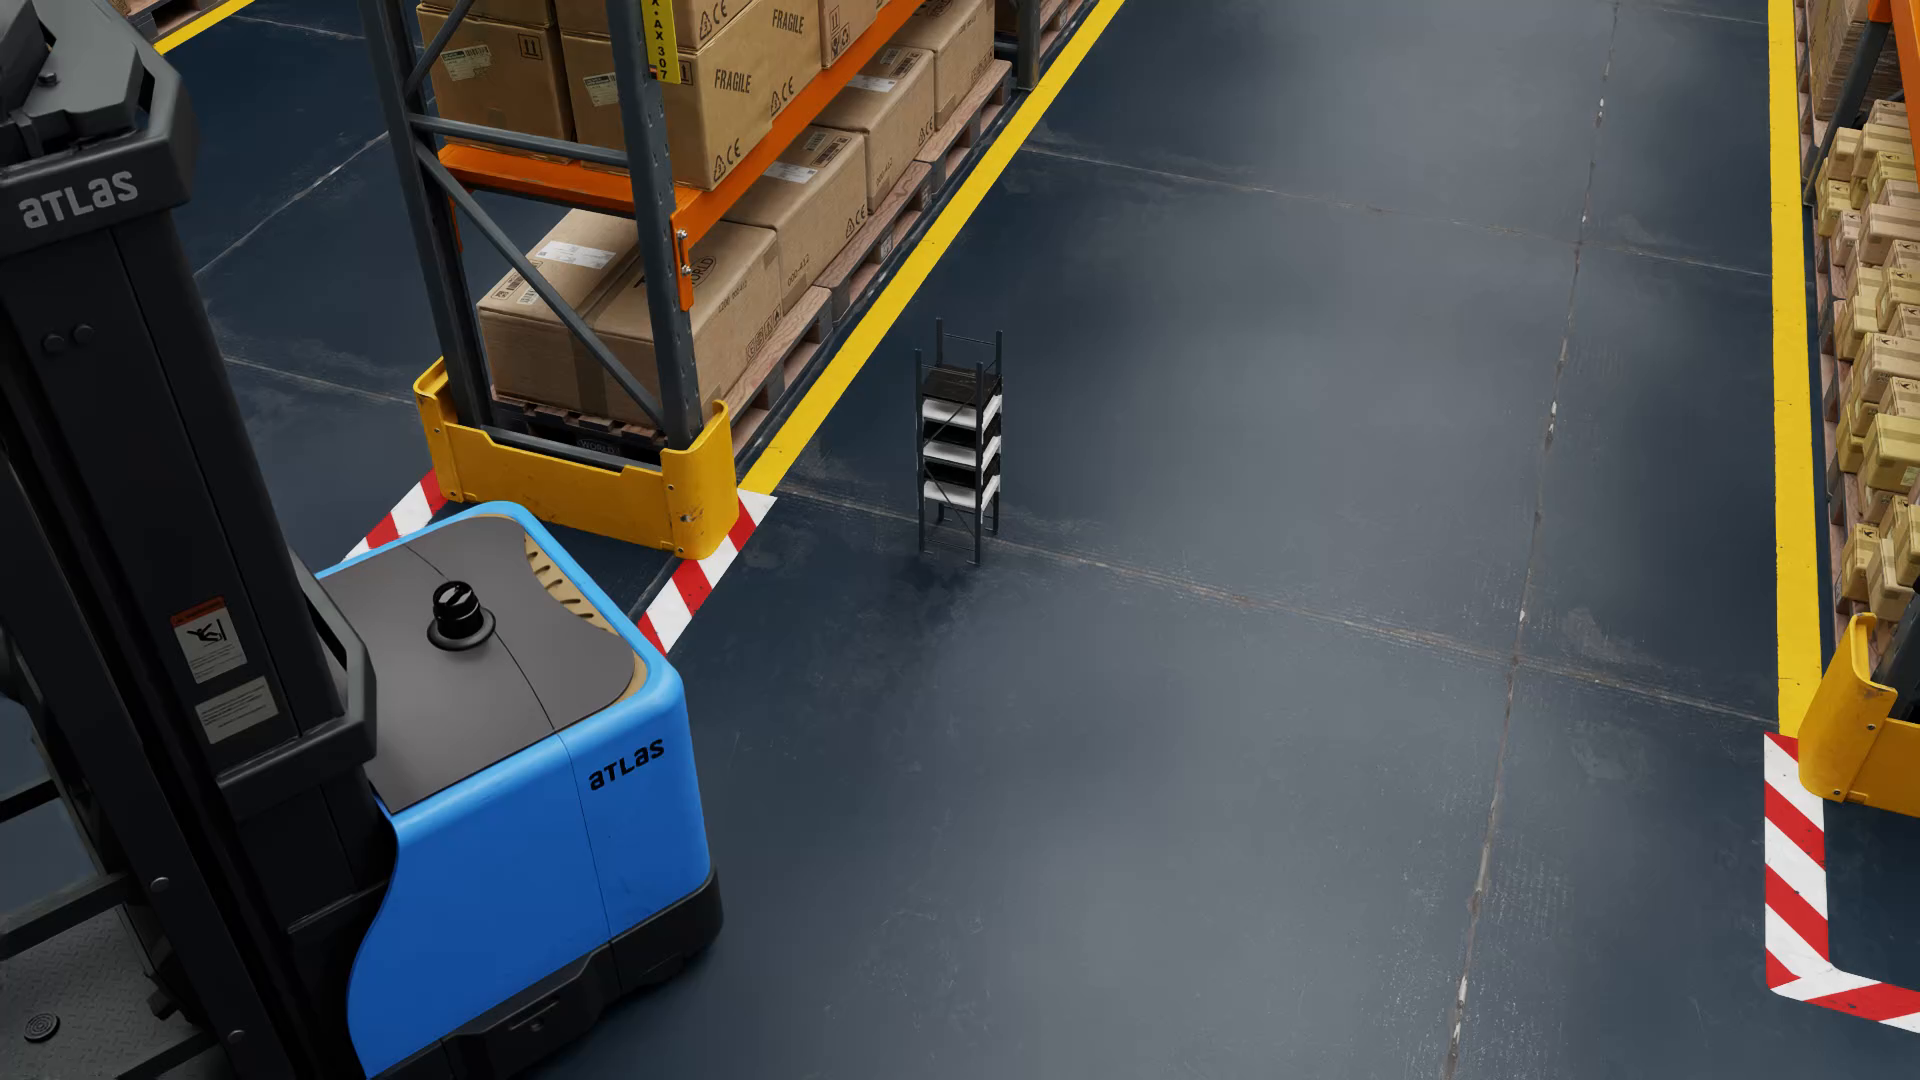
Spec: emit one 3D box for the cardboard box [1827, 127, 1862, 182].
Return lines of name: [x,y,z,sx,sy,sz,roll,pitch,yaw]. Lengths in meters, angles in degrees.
cardboard box: [4.205,-1.743,7.625,0.380,0.149,0.250,15,43,17]

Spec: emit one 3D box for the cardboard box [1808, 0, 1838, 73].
cardboard box: [4.822,-2.733,8.745,0.500,0.500,0.500,12,42,14]

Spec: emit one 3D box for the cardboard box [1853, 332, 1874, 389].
cardboard box: [3.621,-0.626,6.317,0.380,0.149,0.250,15,43,17]

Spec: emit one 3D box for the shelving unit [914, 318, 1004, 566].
shelving unit: [-0.003,-0.337,5.952,0.258,0.900,0.210,13,42,15]

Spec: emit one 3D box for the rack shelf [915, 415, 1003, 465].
rack shelf: [-0.003,-0.381,5.915,0.258,0.077,0.200,13,42,15]

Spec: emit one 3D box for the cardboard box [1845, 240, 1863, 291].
cardboard box: [4.037,-1.137,7.145,0.380,0.149,0.250,12,42,14]

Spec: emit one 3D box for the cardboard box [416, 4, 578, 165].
cardboard box: [-1.508,-1.693,5.846,0.500,0.500,0.500,14,42,15]

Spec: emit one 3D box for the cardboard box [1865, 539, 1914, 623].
cardboard box: [3.174,0.162,5.393,0.380,0.149,0.250,12,42,14]

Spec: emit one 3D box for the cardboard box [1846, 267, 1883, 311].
cardboard box: [3.797,-0.945,6.691,0.380,0.149,0.250,13,42,15]

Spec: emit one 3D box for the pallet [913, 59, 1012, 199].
pallet: [-0.390,-2.234,8.706,1.003,0.211,1.213,13,42,15]

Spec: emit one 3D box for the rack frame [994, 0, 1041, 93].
rack frame: [-0.056,-3.741,8.324,1.000,3.000,0.127,13,42,15]

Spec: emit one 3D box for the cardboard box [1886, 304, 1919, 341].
cardboard box: [3.696,-0.728,6.207,0.380,0.149,0.250,12,42,14]

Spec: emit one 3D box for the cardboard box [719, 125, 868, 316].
cardboard box: [-0.987,-1.471,7.314,0.875,0.438,0.875,14,43,16]

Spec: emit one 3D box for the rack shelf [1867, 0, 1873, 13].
rack shelf: [5.314,-3.650,8.772,1.077,0.370,4.000,13,42,15]

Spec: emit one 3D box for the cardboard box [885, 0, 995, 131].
cardboard box: [-0.372,-2.567,8.598,0.875,0.438,0.875,13,42,14]

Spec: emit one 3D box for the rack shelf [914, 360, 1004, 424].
rack shelf: [-0.003,-0.517,5.799,0.258,0.077,0.200,13,42,15]

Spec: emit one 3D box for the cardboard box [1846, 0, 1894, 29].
cardboard box: [4.647,-2.709,8.138,0.500,0.250,0.500,12,42,14]

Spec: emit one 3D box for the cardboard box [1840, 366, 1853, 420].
cardboard box: [3.623,-0.514,6.414,0.380,0.149,0.250,14,42,16]

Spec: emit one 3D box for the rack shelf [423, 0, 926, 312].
rack shelf: [-0.740,-2.248,7.128,1.077,0.370,4.000,13,42,15]

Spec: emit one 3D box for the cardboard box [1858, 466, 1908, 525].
cardboard box: [3.350,-0.156,5.765,0.380,0.149,0.250,12,42,13]

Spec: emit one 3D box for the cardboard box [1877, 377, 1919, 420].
cardboard box: [3.462,-0.416,5.841,0.380,0.149,0.250,12,42,13]

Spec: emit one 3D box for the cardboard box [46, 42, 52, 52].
cardboard box: [-5.188,-2.775,8.794,0.500,0.500,0.500,14,42,16]

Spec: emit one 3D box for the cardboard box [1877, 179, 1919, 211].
cardboard box: [4.060,-1.358,6.945,0.380,0.149,0.250,12,42,14]

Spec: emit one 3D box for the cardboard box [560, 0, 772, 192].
cardboard box: [-0.990,-1.569,5.700,0.500,0.500,0.500,13,42,15]

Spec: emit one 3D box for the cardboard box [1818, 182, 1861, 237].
cardboard box: [4.113,-1.466,7.531,0.380,0.149,0.250,14,43,16]

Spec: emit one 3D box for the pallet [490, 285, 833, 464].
pallet: [-1.224,-0.746,6.962,1.003,0.211,1.213,13,42,15]

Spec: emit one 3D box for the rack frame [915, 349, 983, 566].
rack frame: [-0.038,-0.275,5.879,0.240,0.900,0.006,13,42,15]

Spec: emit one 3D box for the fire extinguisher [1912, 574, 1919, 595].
fire extinguisher: [2.742,-0.042,4.335,0.296,0.674,0.183,13,42,15]

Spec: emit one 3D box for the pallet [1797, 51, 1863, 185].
pallet: [4.895,-2.119,8.571,1.003,0.211,1.213,13,42,15]

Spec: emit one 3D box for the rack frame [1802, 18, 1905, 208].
rack frame: [4.630,-2.704,7.109,1.000,3.000,0.127,13,42,15]

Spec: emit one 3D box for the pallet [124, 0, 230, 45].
pallet: [-4.958,-3.361,10.027,1.003,0.211,1.213,13,42,15]

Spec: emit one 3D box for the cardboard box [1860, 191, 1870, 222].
cardboard box: [4.154,-1.412,7.237,0.380,0.149,0.250,13,42,15]

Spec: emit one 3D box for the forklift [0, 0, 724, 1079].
forklift: [-2.161,0.400,3.523,3.031,2.935,1.130,-27,47,-28]

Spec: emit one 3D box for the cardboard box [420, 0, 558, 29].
cardboard box: [-1.483,-2.067,5.514,0.500,0.500,0.500,15,43,16]

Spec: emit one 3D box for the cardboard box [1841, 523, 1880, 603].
cardboard box: [3.239,0.114,5.679,0.380,0.149,0.250,15,43,16]

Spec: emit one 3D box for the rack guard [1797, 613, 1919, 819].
rack guard: [3.288,0.640,5.115,1.175,0.500,0.348,13,42,15]

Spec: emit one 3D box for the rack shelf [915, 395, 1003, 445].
rack shelf: [-0.003,-0.449,5.857,0.258,0.077,0.200,13,42,15]

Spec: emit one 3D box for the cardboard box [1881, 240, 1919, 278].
cardboard box: [3.880,-1.036,6.568,0.380,0.149,0.250,12,42,13]

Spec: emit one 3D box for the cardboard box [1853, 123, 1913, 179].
cardboard box: [4.168,-1.687,7.331,0.380,0.149,0.250,15,43,17]

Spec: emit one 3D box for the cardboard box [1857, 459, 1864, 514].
cardboard box: [3.482,-0.182,6.025,0.380,0.149,0.250,14,42,16]

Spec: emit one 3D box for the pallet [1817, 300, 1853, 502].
pallet: [4.018,-0.479,6.649,1.003,0.211,1.213,13,42,15]

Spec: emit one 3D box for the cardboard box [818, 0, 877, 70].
cardboard box: [-0.652,-2.190,6.428,0.500,0.500,0.500,13,42,15]

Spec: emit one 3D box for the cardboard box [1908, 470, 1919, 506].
cardboard box: [3.345,-0.086,5.454,0.380,0.149,0.250,14,42,16]
